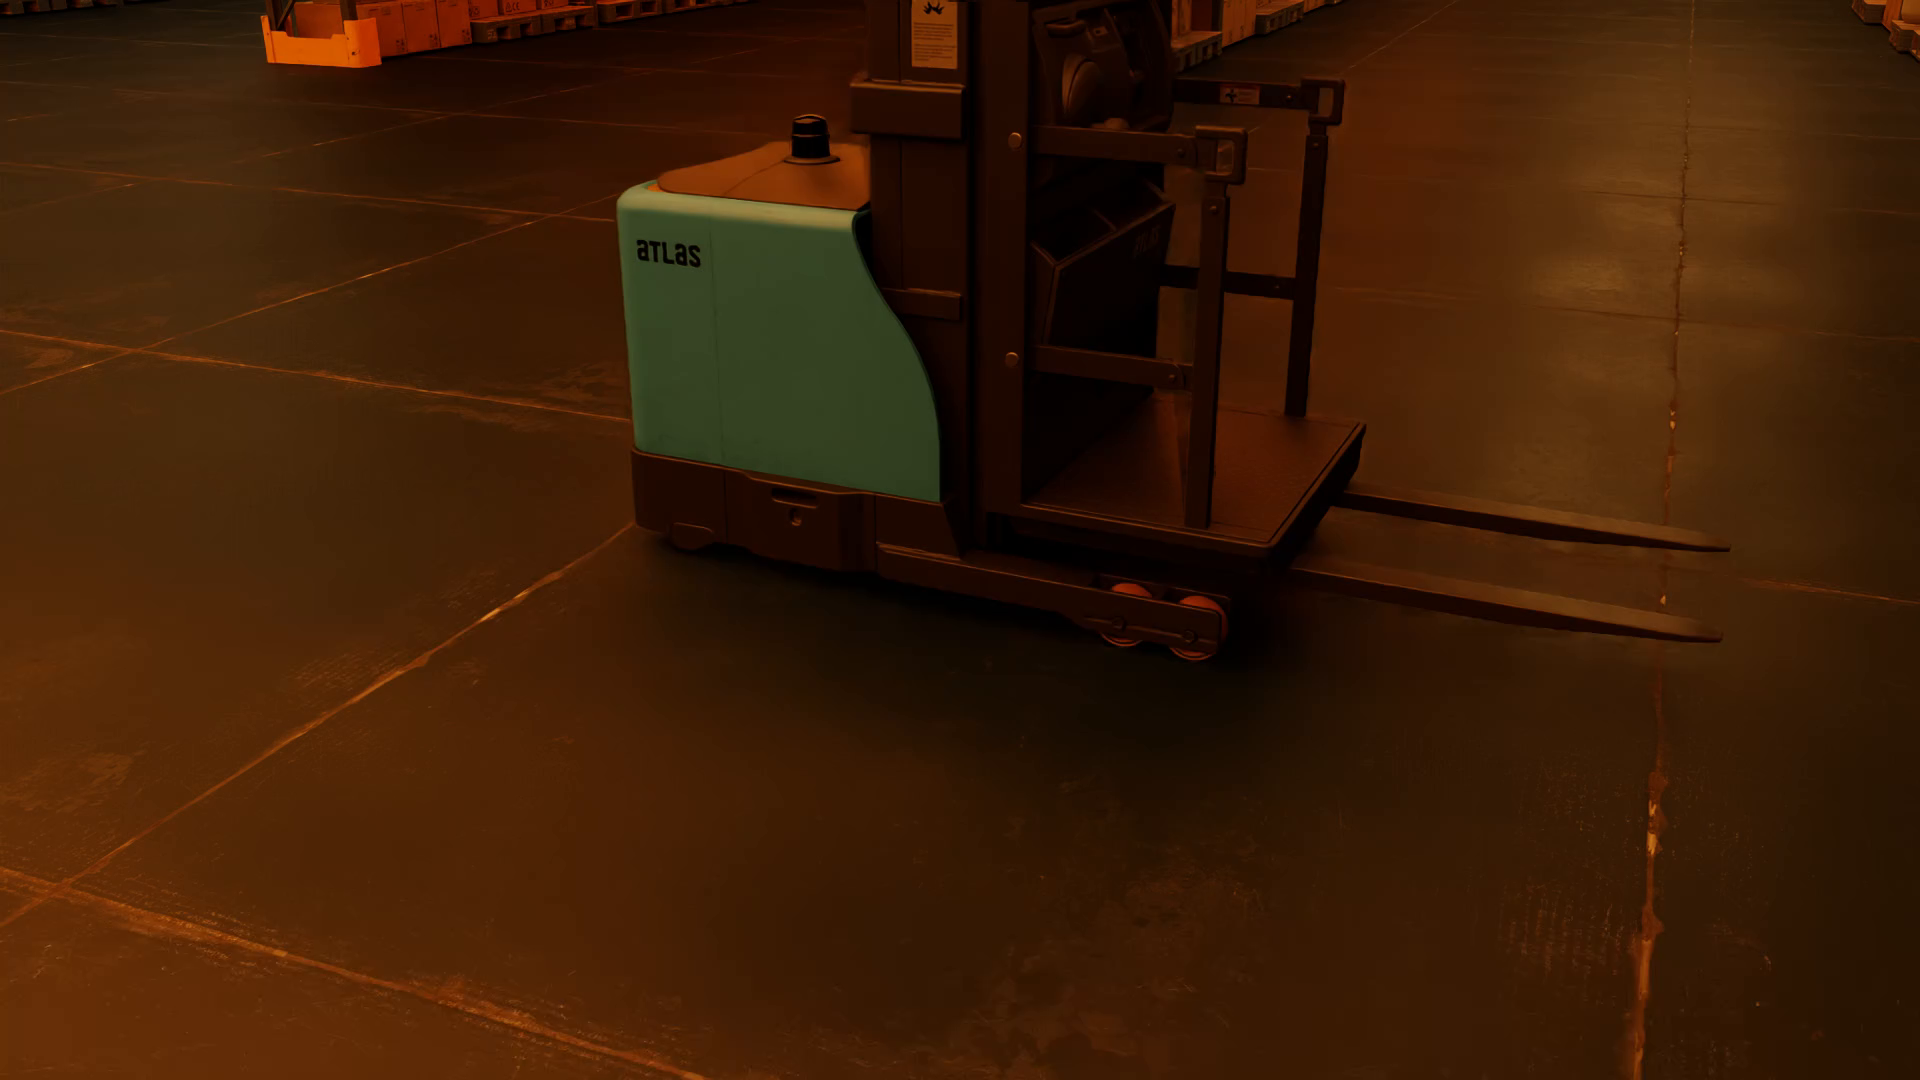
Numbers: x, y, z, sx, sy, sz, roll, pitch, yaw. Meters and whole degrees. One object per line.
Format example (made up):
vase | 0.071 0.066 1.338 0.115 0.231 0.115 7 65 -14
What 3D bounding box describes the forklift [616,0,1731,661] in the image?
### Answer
forklift | 0.572 -1.270 4.332 3.031 2.935 1.130 10 25 23
